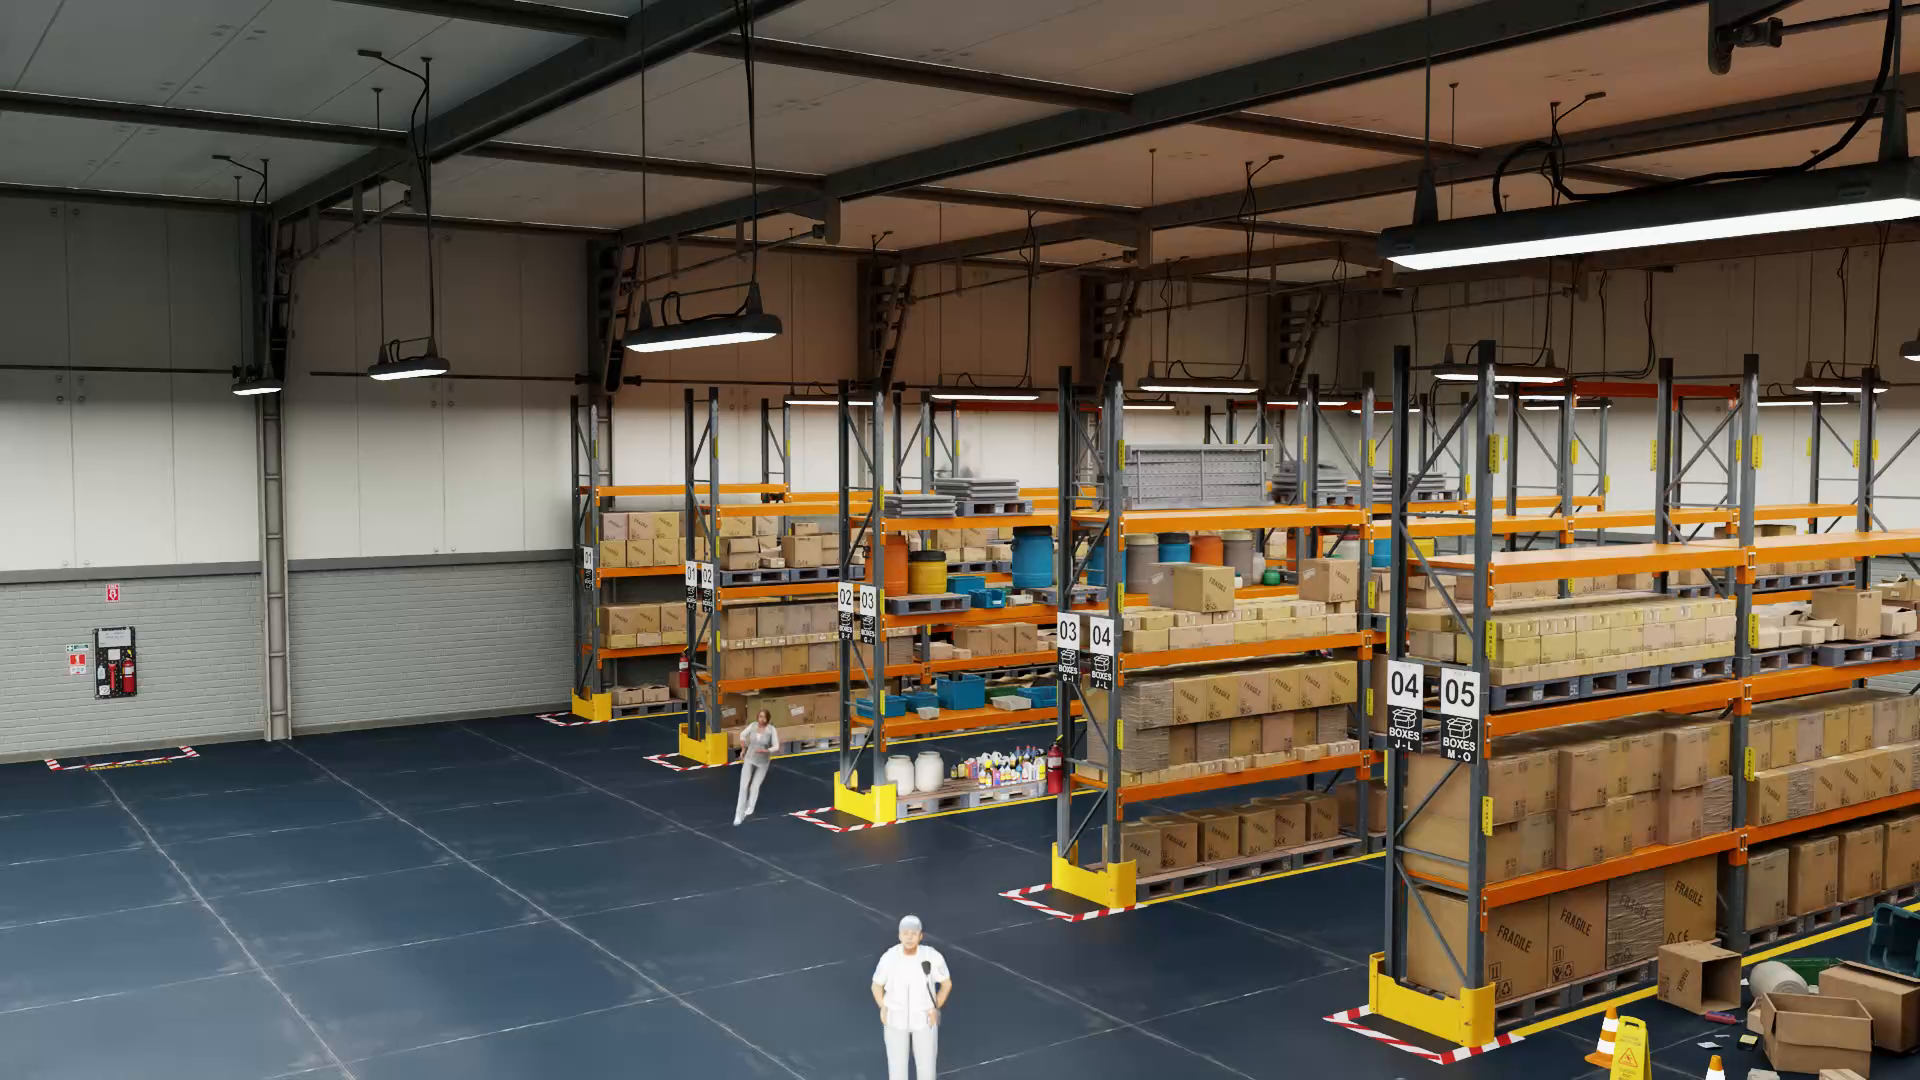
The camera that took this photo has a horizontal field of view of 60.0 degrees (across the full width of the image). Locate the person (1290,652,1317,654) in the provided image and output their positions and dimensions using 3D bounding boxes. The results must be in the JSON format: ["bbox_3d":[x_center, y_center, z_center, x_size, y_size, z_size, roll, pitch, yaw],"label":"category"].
[{"bbox_3d":[6.462,2.414,31.387,0.643,1.741,0.706,3,5,41],"label":"person"}]

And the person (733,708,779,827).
[{"bbox_3d":[-2.743,3.046,22.488,0.607,1.598,0.668,0,3,-1],"label":"person"}]

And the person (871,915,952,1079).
[{"bbox_3d":[-0.369,3.606,12.427,0.604,1.616,0.575,0,3,3],"label":"person"}]
